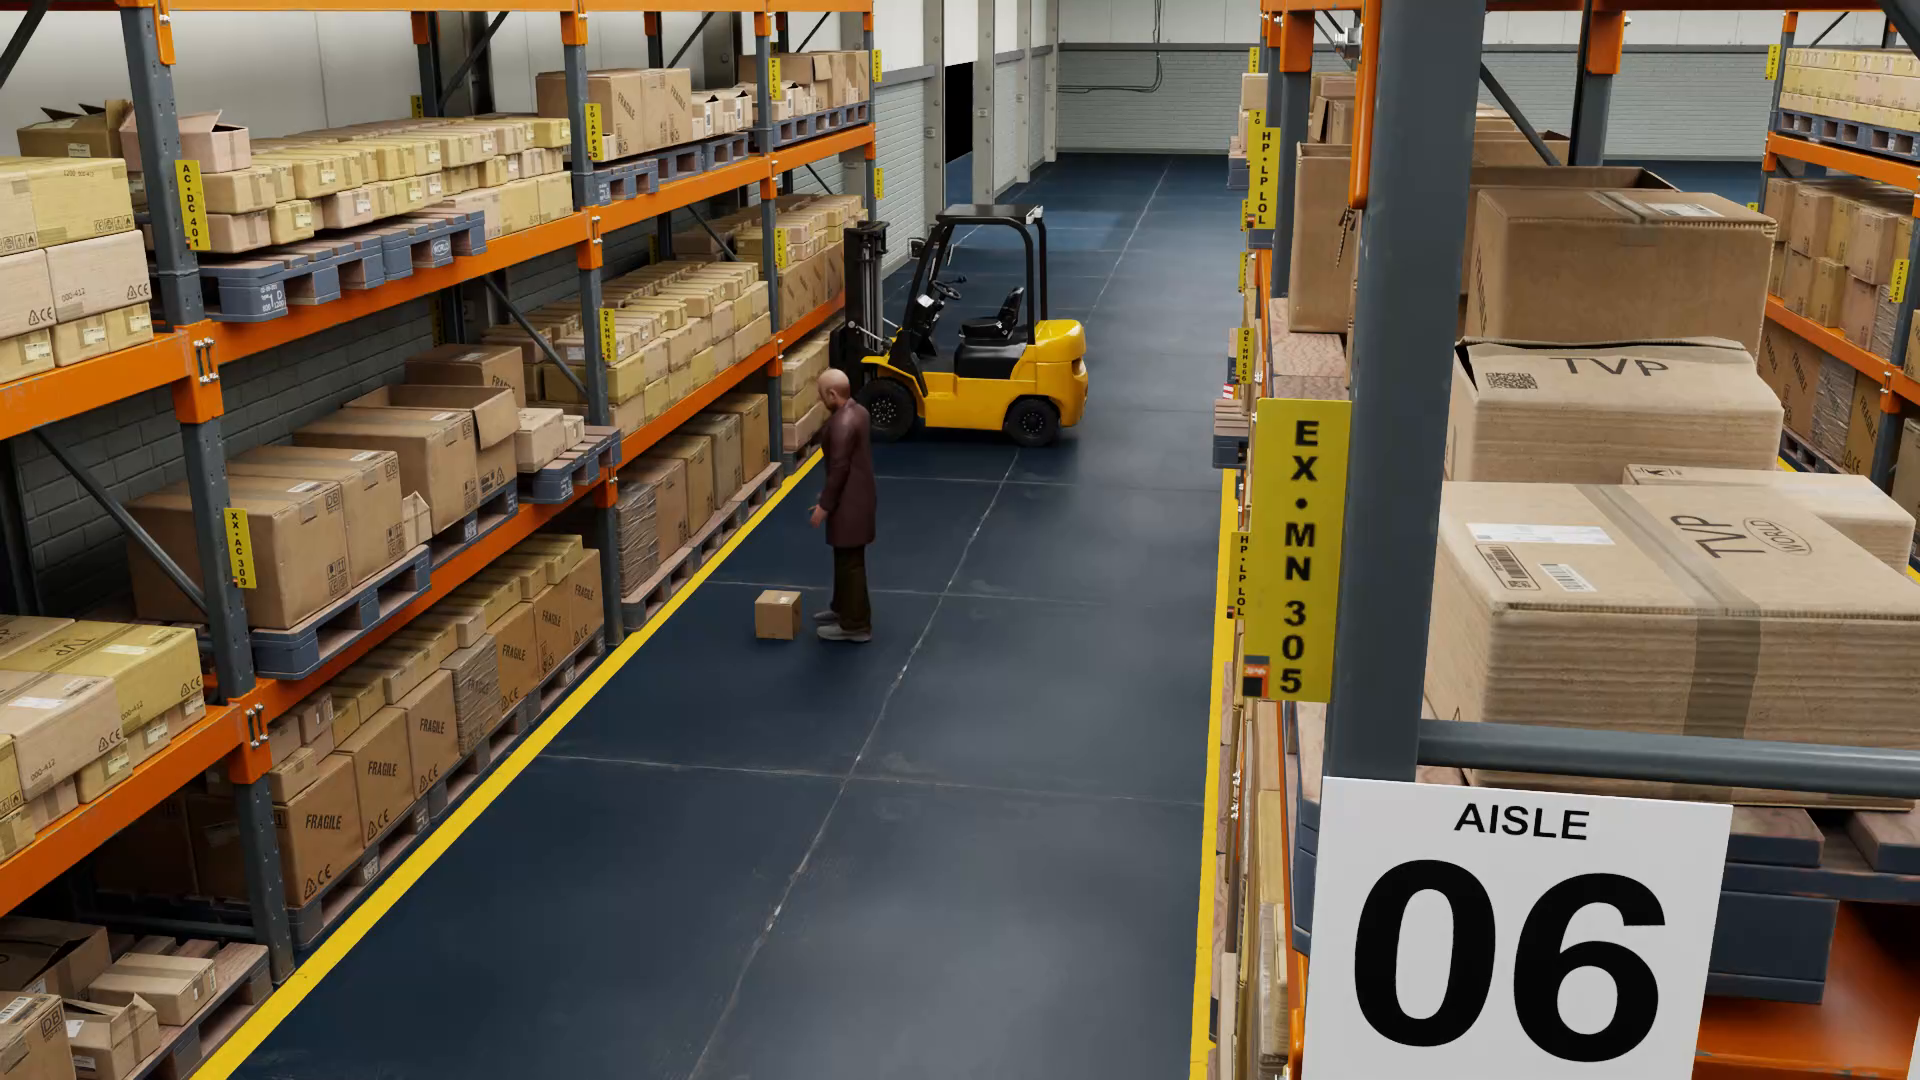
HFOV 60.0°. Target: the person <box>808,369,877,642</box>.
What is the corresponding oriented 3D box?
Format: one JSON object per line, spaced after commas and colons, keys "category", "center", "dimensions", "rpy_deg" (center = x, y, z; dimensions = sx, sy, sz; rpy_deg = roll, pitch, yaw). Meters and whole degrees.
{"category": "person", "center": [-0.792, -0.219, 10.756], "dimensions": [0.507, 1.799, 0.587], "rpy_deg": [3, 18, 9]}
